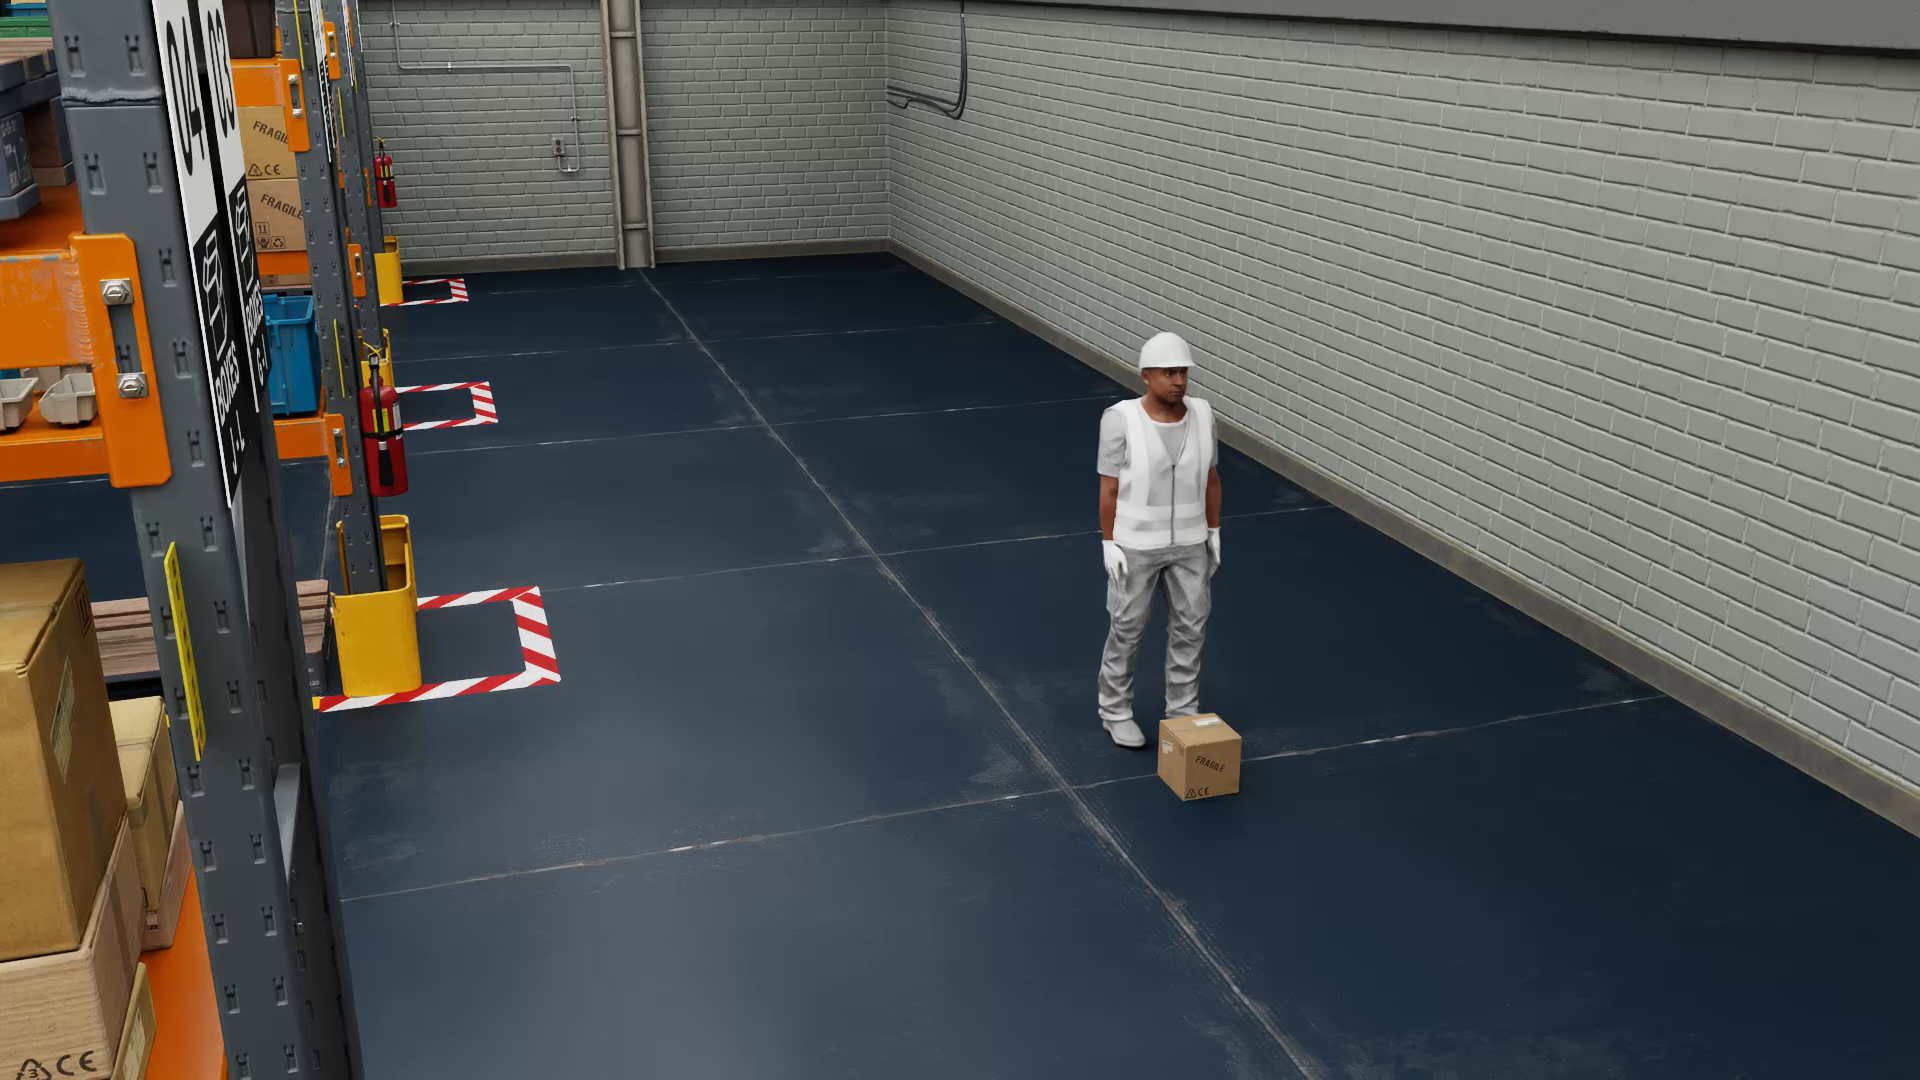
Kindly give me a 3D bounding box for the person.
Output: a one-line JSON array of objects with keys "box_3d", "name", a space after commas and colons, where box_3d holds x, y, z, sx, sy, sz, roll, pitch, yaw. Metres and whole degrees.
[{"box_3d": [0.852, 0.022, 6.971, 0.541, 1.786, 0.419, -6, 20, -16], "name": "person"}]
